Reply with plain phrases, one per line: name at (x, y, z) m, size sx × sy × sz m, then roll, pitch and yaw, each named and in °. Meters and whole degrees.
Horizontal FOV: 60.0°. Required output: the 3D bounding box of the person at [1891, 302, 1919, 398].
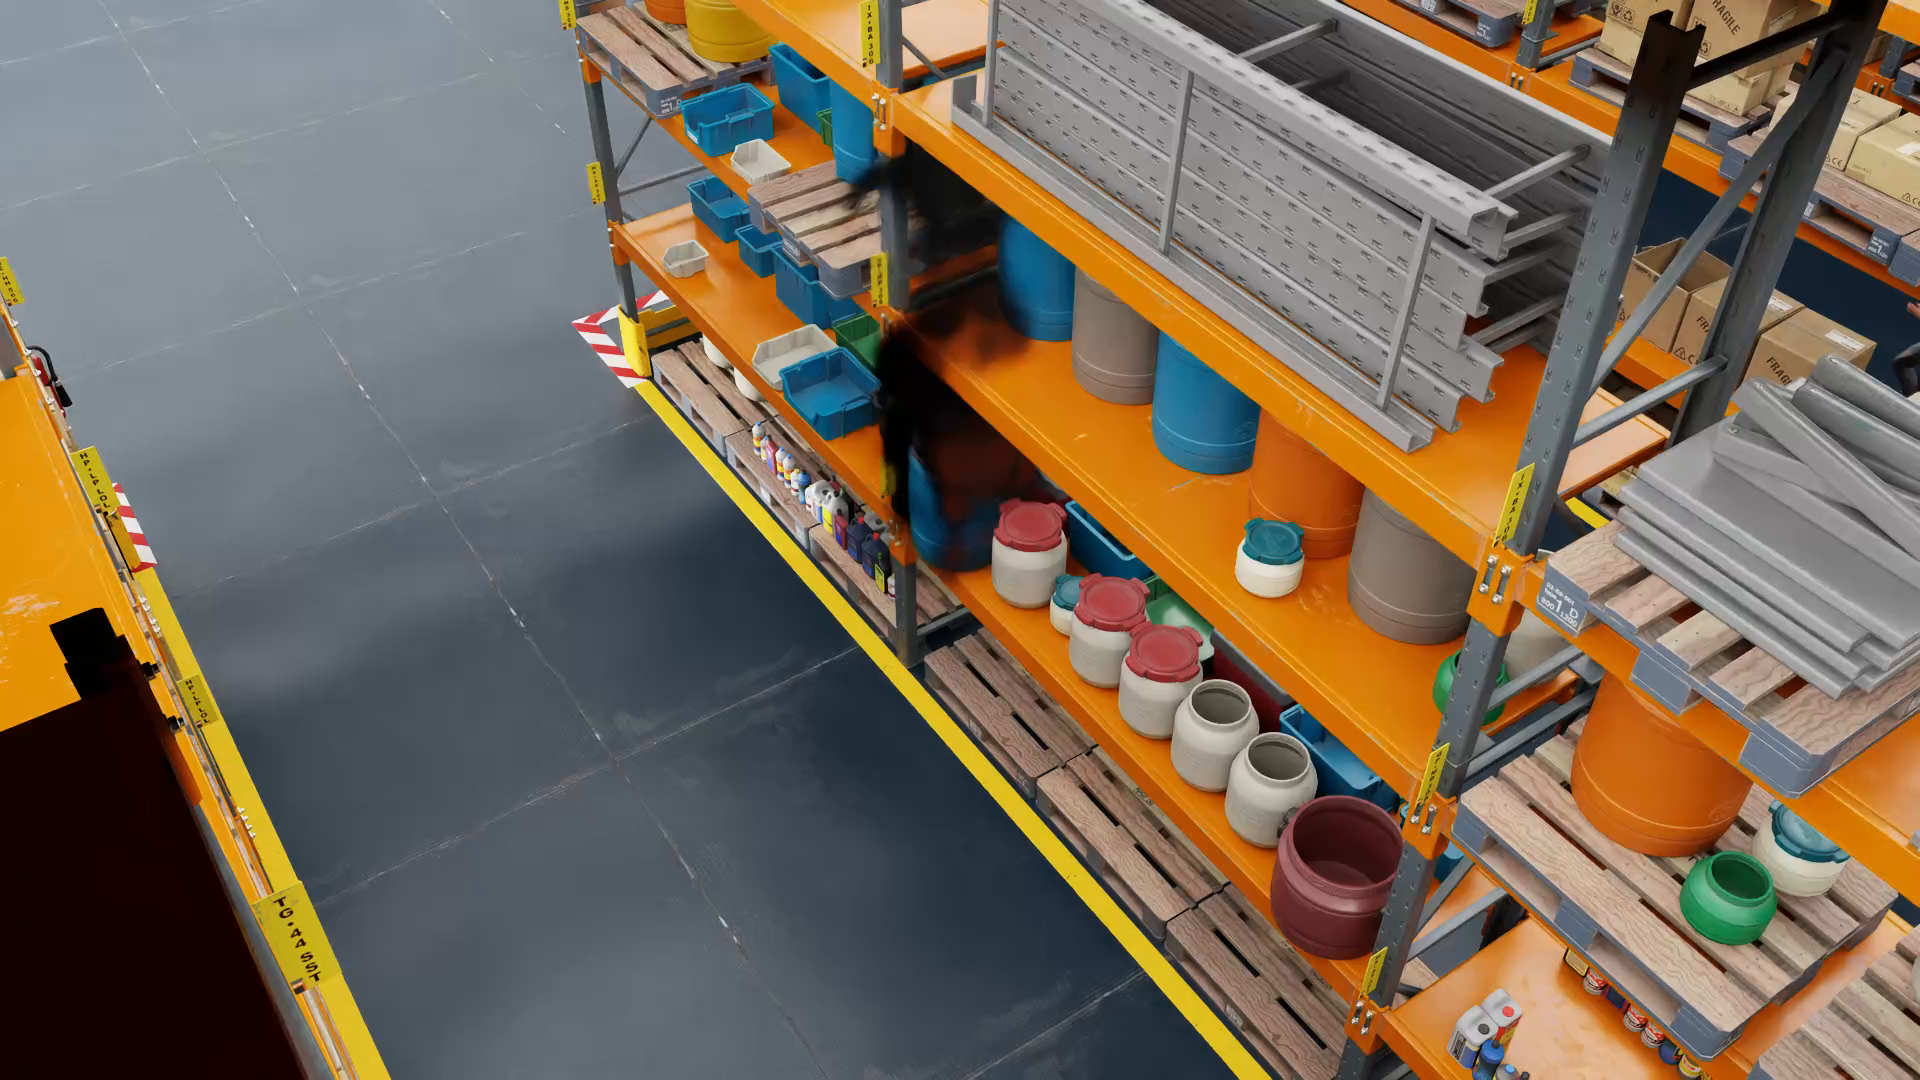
person at (7.111, -1.373, 12.069) m, size 0.662 × 1.592 × 0.506 m, roll 31°, pitch 51°, yaw 29°
